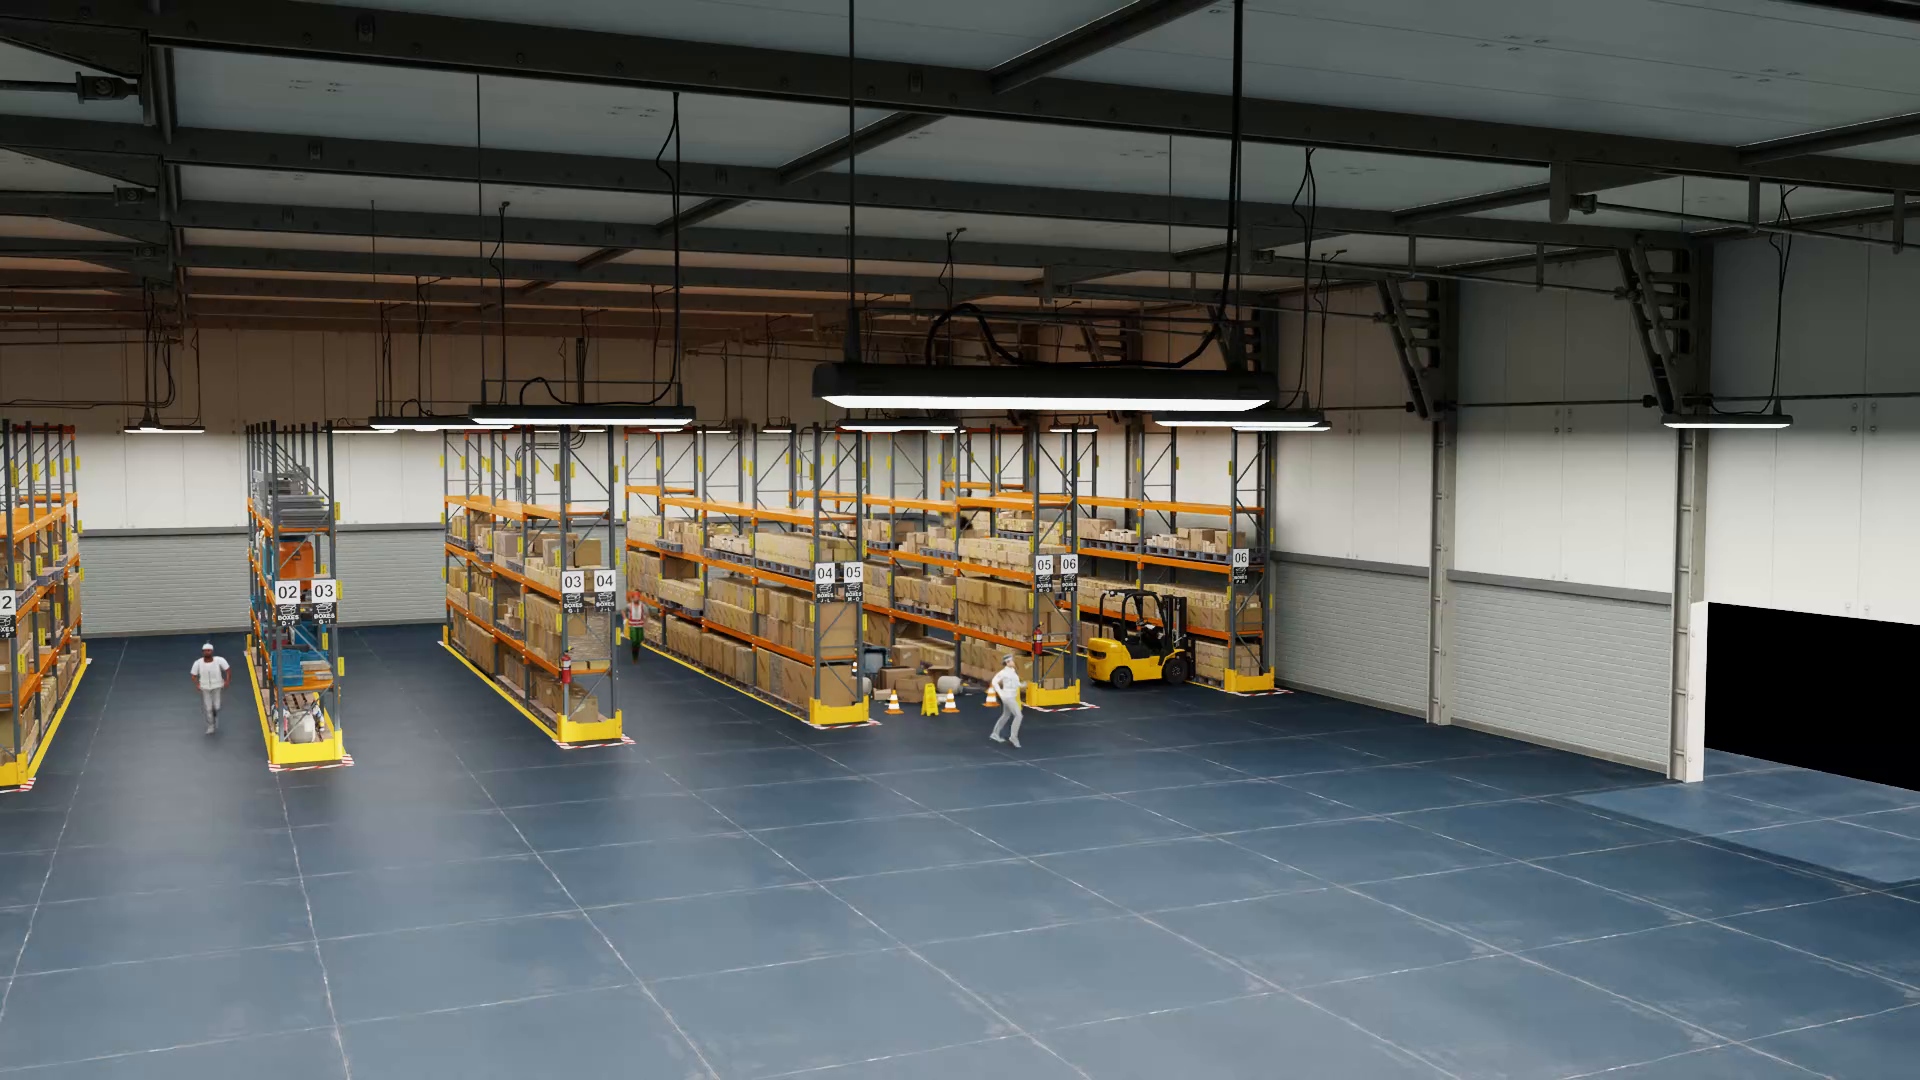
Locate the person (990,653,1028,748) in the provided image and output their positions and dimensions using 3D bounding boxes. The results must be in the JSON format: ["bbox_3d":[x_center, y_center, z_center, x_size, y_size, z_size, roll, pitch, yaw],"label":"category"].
[{"bbox_3d":[0.910,2.960,30.718,0.726,1.753,0.578,1,4,15],"label":"person"}]

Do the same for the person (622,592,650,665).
[{"bbox_3d":[-8.138,2.223,41.874,0.639,1.845,0.783,-2,4,-24],"label":"person"}]

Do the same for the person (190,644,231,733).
[{"bbox_3d":[-14.438,2.860,32.038,0.708,1.723,0.517,-1,4,-22],"label":"person"}]

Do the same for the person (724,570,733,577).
[{"bbox_3d":[-6.952,1.738,50.318,0.859,1.580,0.572,-1,4,-17],"label":"person"}]
